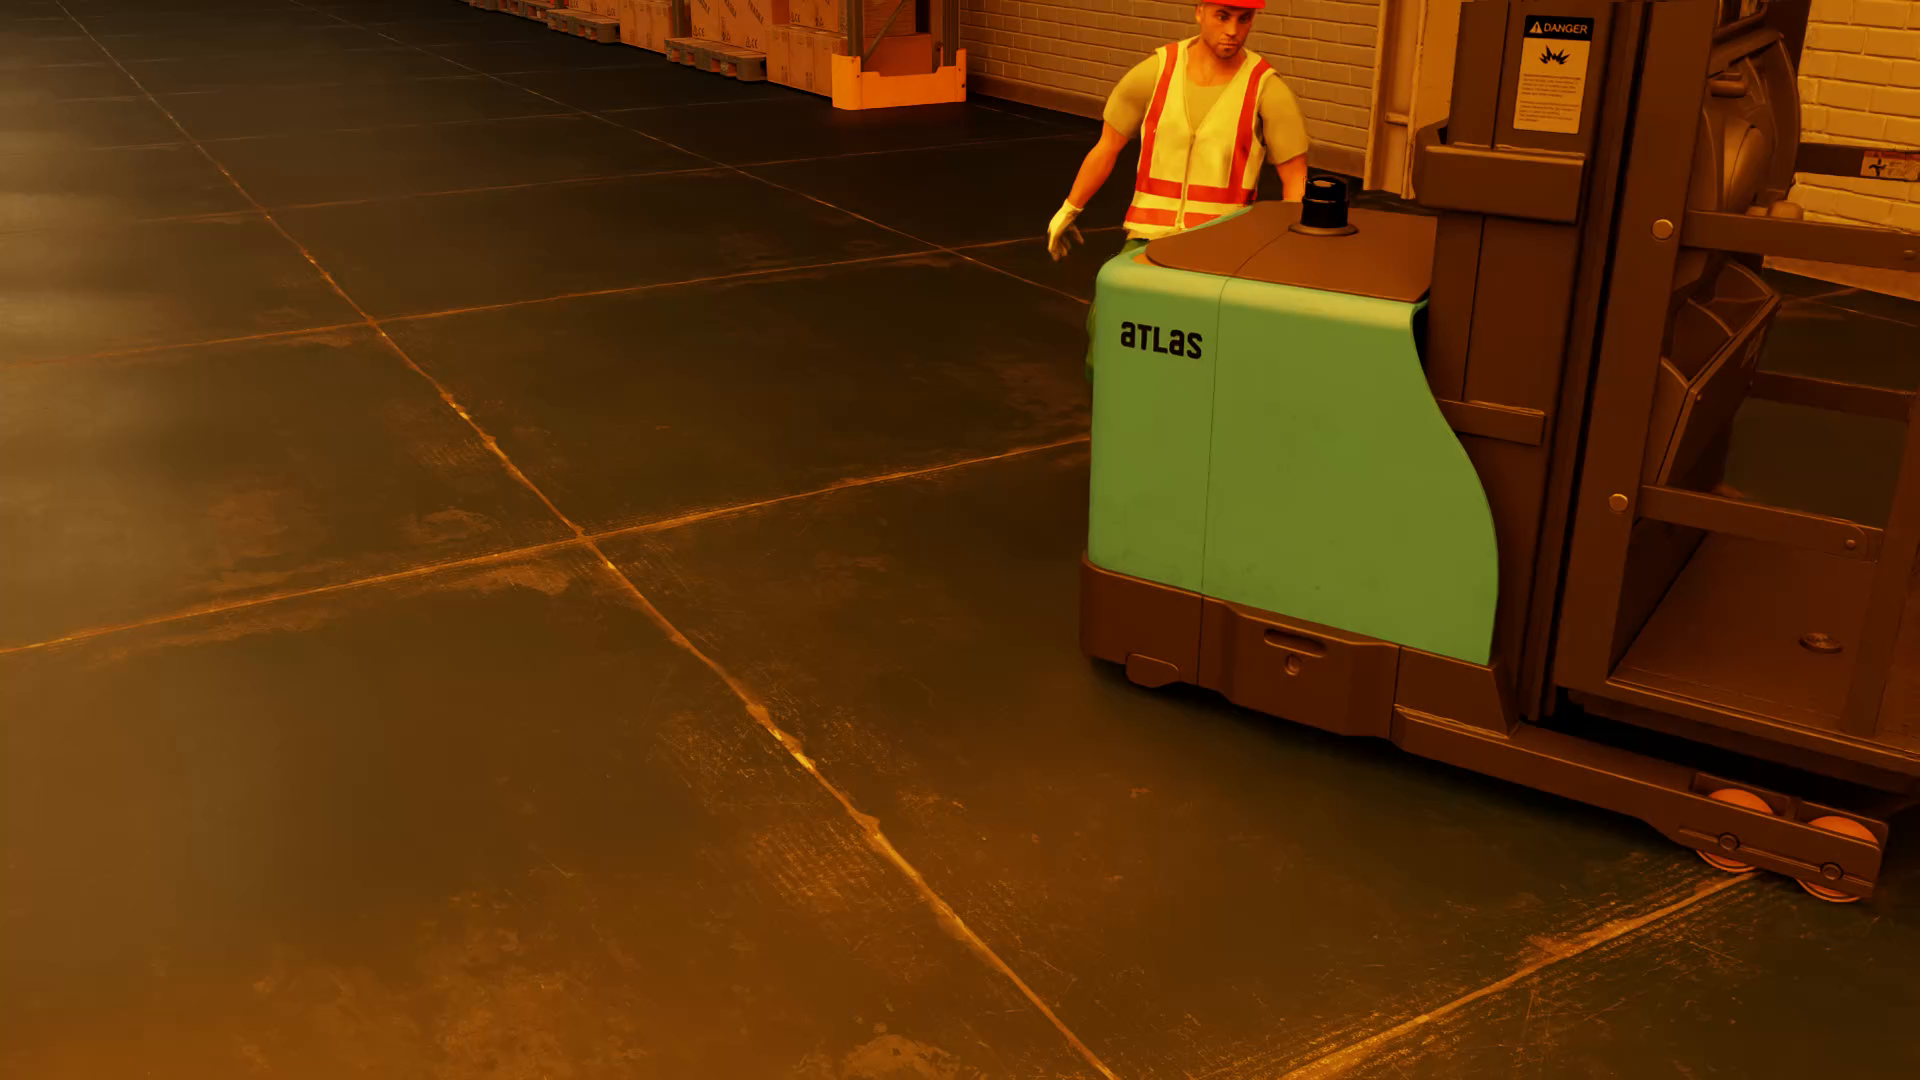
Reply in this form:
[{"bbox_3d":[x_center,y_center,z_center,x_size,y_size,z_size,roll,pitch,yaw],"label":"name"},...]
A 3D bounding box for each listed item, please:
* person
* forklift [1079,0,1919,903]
[{"bbox_3d":[0.704,-0.945,5.218,0.923,1.692,0.490,7,23,17],"label":"person"},{"bbox_3d":[1.816,-0.856,3.359,3.031,2.935,1.130,14,26,31],"label":"forklift"}]
